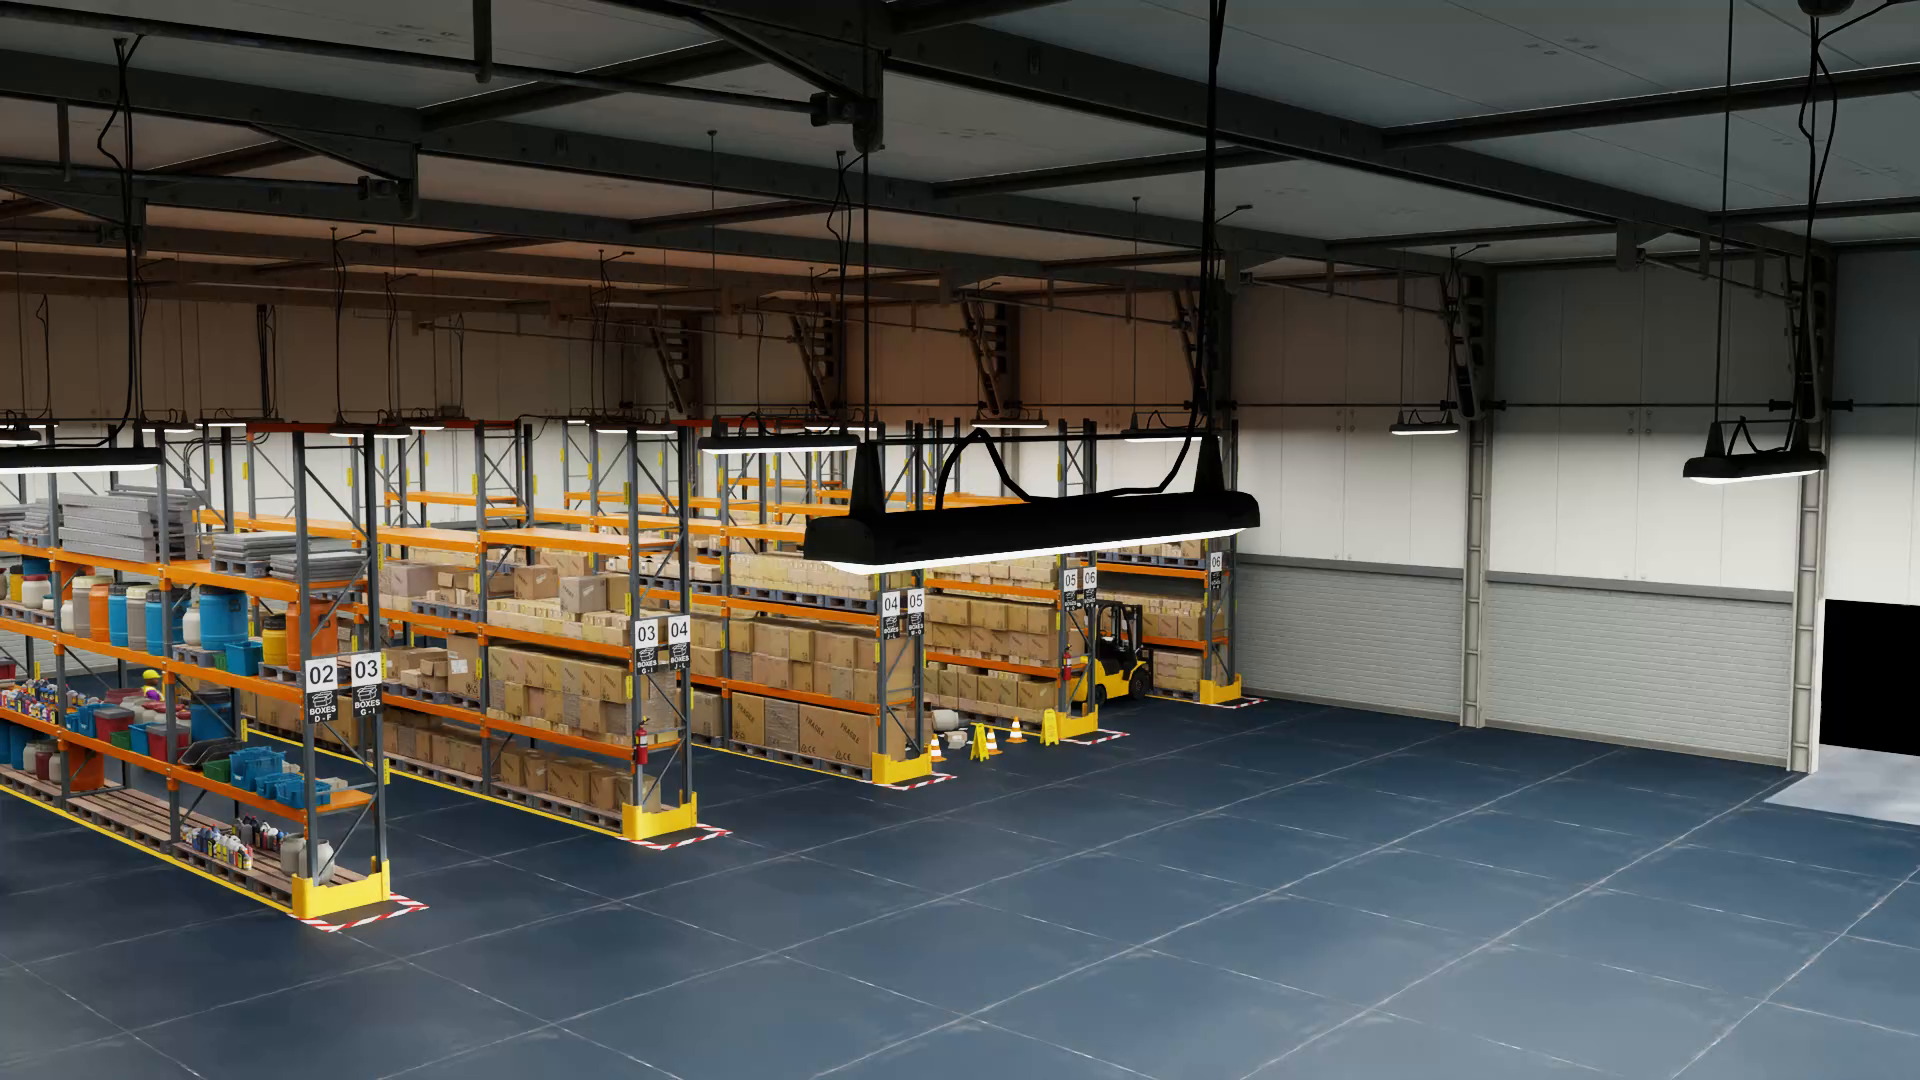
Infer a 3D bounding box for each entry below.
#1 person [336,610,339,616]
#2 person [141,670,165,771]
[{"bbox_3d":[-14.477,2.376,38.482,0.599,1.664,0.361,-3,6,-36],"label":"person"},{"bbox_3d":[-13.837,3.103,28.603,0.630,1.762,0.463,3,5,31],"label":"person"}]
